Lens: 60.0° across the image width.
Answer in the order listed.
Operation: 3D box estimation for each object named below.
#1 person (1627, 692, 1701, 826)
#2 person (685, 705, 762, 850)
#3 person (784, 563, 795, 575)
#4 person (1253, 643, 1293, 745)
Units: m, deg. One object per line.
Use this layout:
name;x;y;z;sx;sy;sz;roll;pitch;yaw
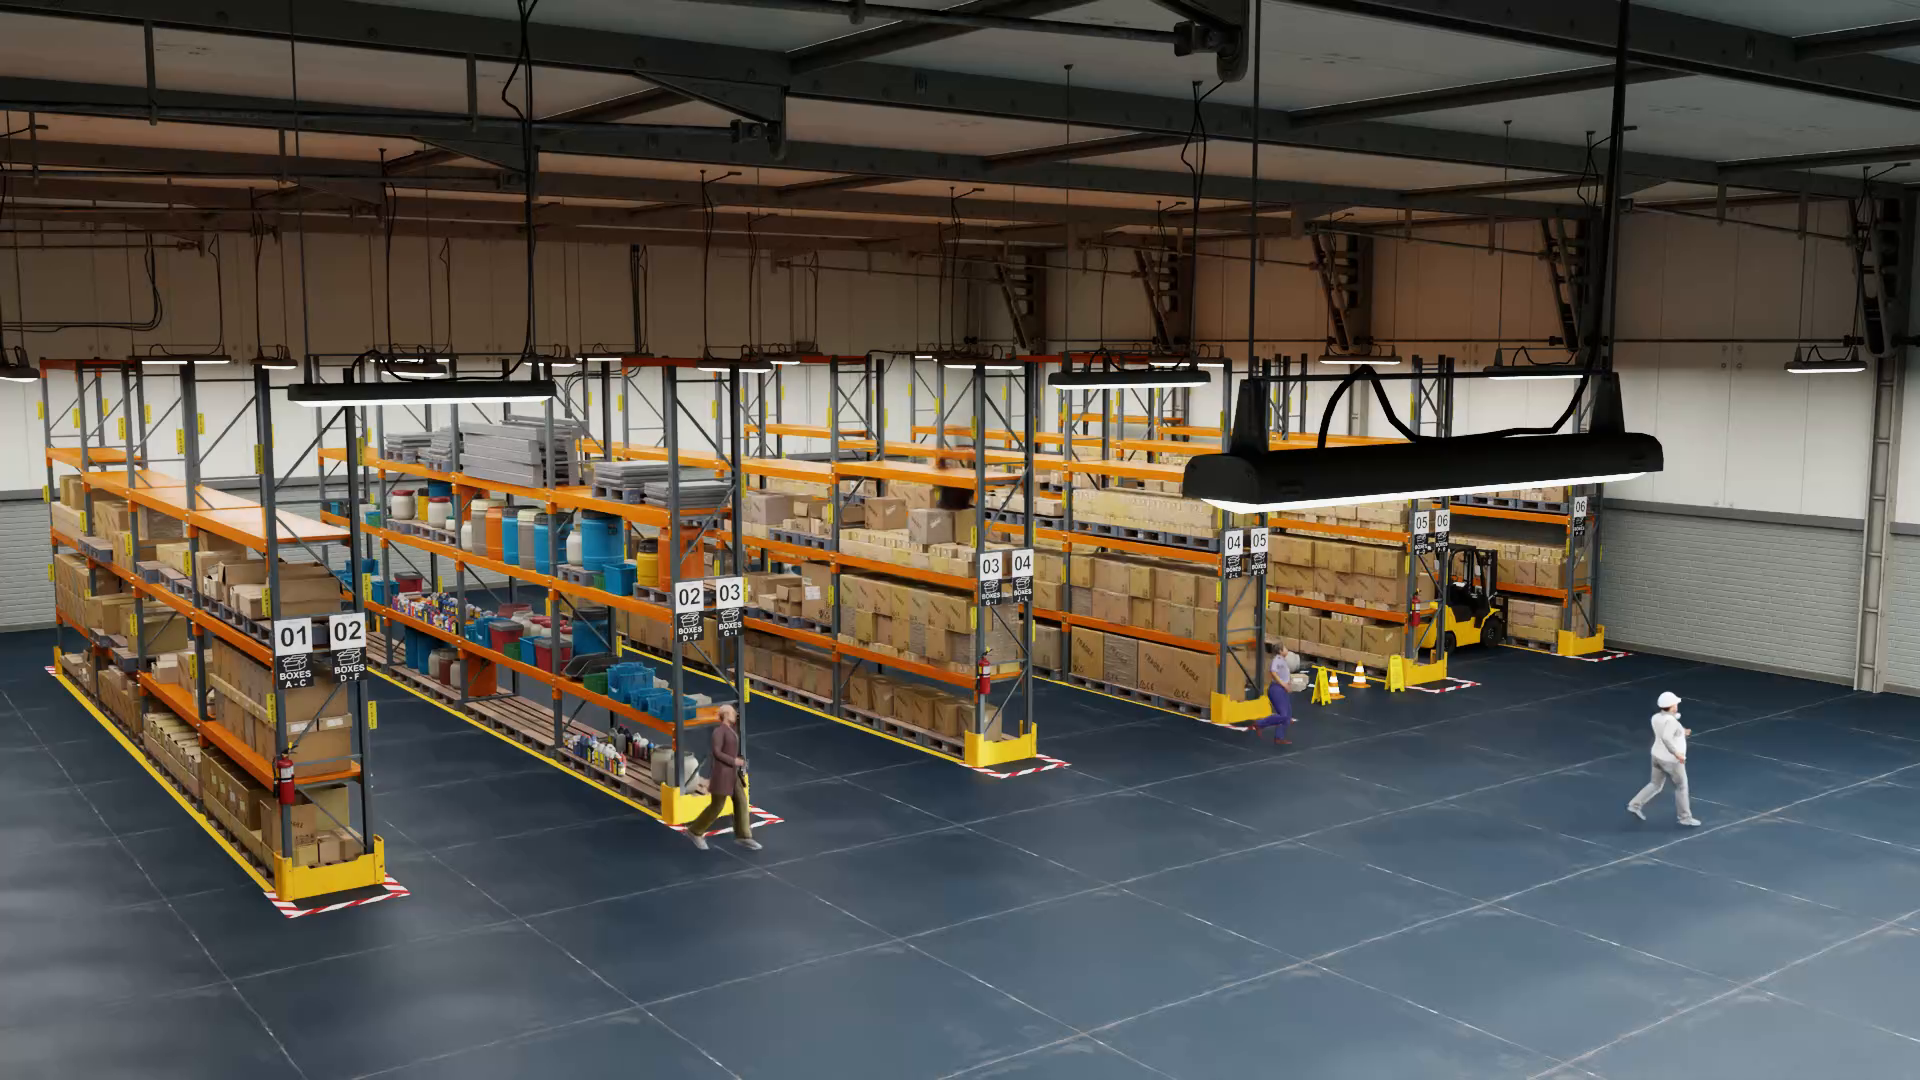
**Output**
person;9.188;2.840;21.583;0.961;1.760;0.653;-1;7;-11
person;-2.918;2.947;20.820;0.964;1.778;0.773;1;7;8
person;-4.477;0.527;42.130;1.225;1.474;0.727;4;8;31
person;4.954;2.415;26.322;0.630;1.571;0.665;1;7;9
